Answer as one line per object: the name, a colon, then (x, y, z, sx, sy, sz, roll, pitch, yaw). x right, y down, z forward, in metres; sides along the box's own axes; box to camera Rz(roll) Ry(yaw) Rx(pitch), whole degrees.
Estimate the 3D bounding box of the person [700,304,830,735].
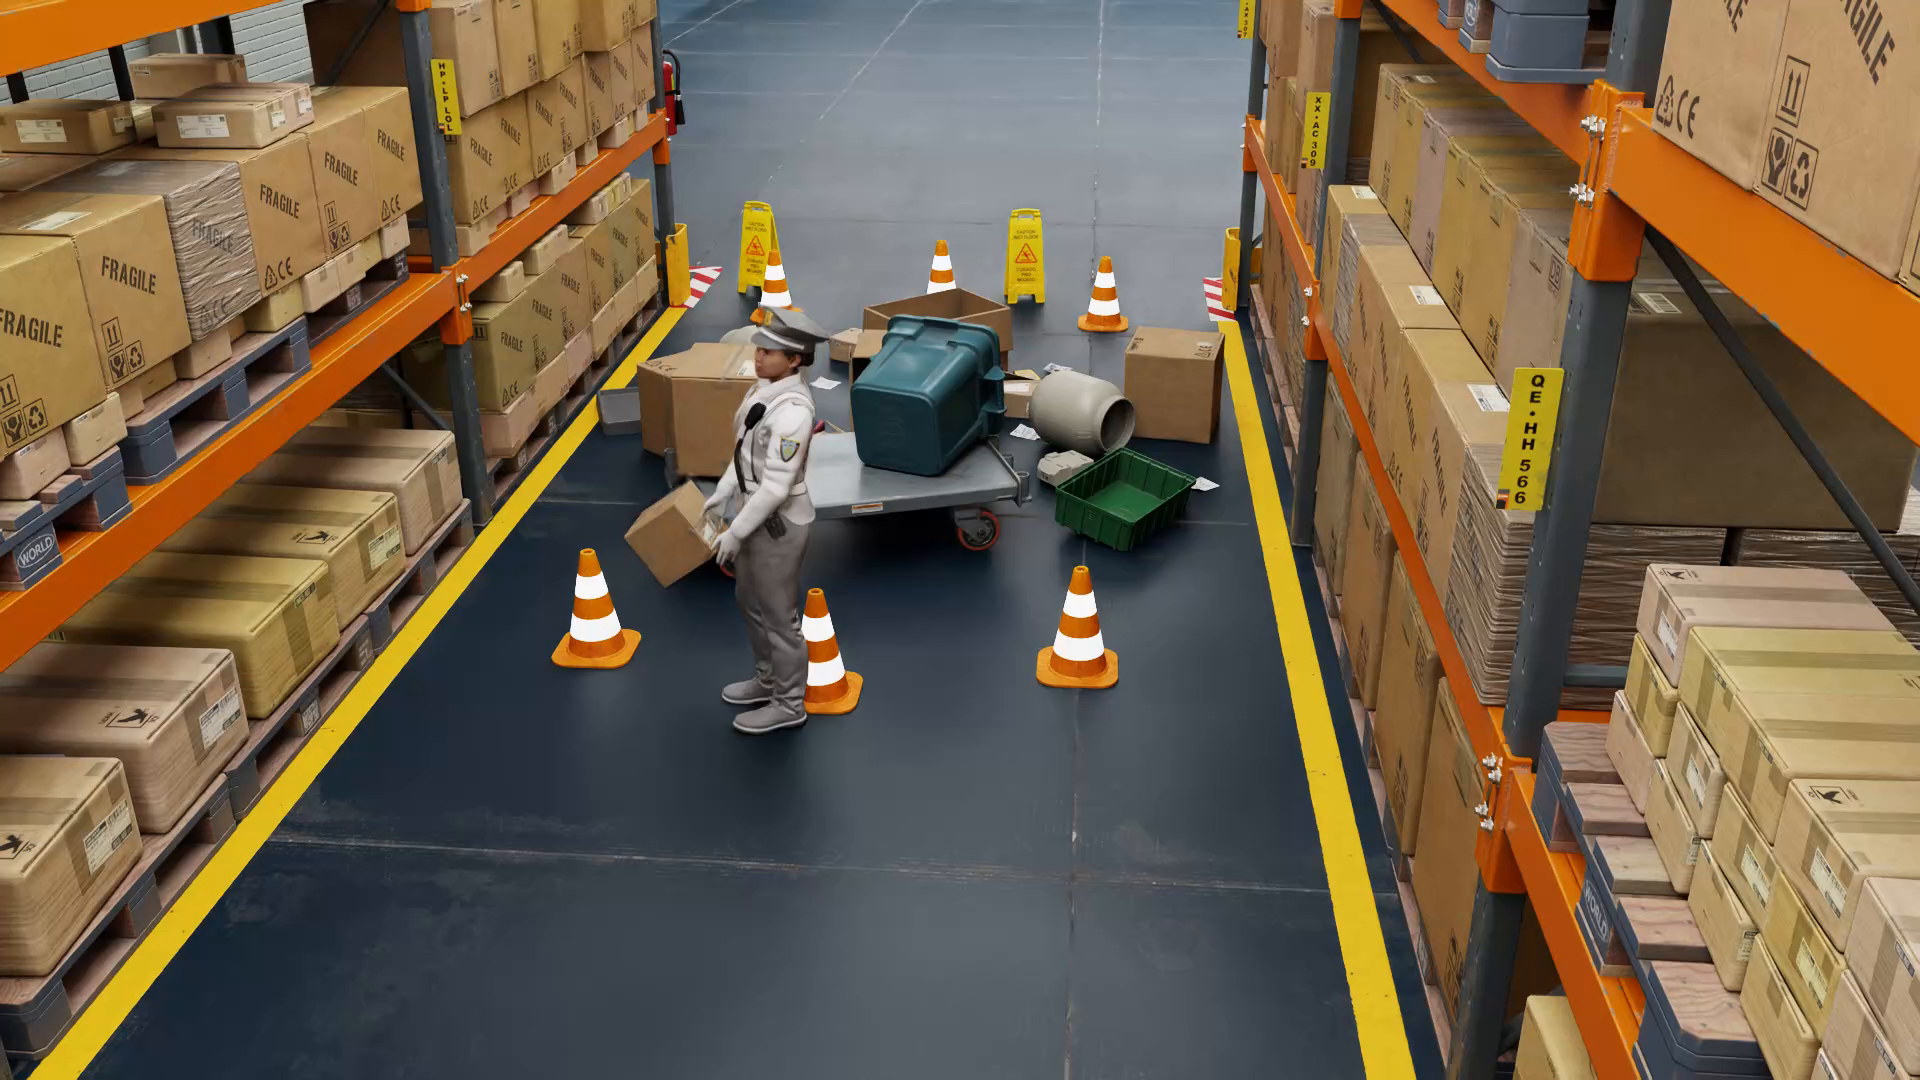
person: (-0.715, -0.060, 6.187, 0.491, 1.699, 0.532, -6, 25, -12)
